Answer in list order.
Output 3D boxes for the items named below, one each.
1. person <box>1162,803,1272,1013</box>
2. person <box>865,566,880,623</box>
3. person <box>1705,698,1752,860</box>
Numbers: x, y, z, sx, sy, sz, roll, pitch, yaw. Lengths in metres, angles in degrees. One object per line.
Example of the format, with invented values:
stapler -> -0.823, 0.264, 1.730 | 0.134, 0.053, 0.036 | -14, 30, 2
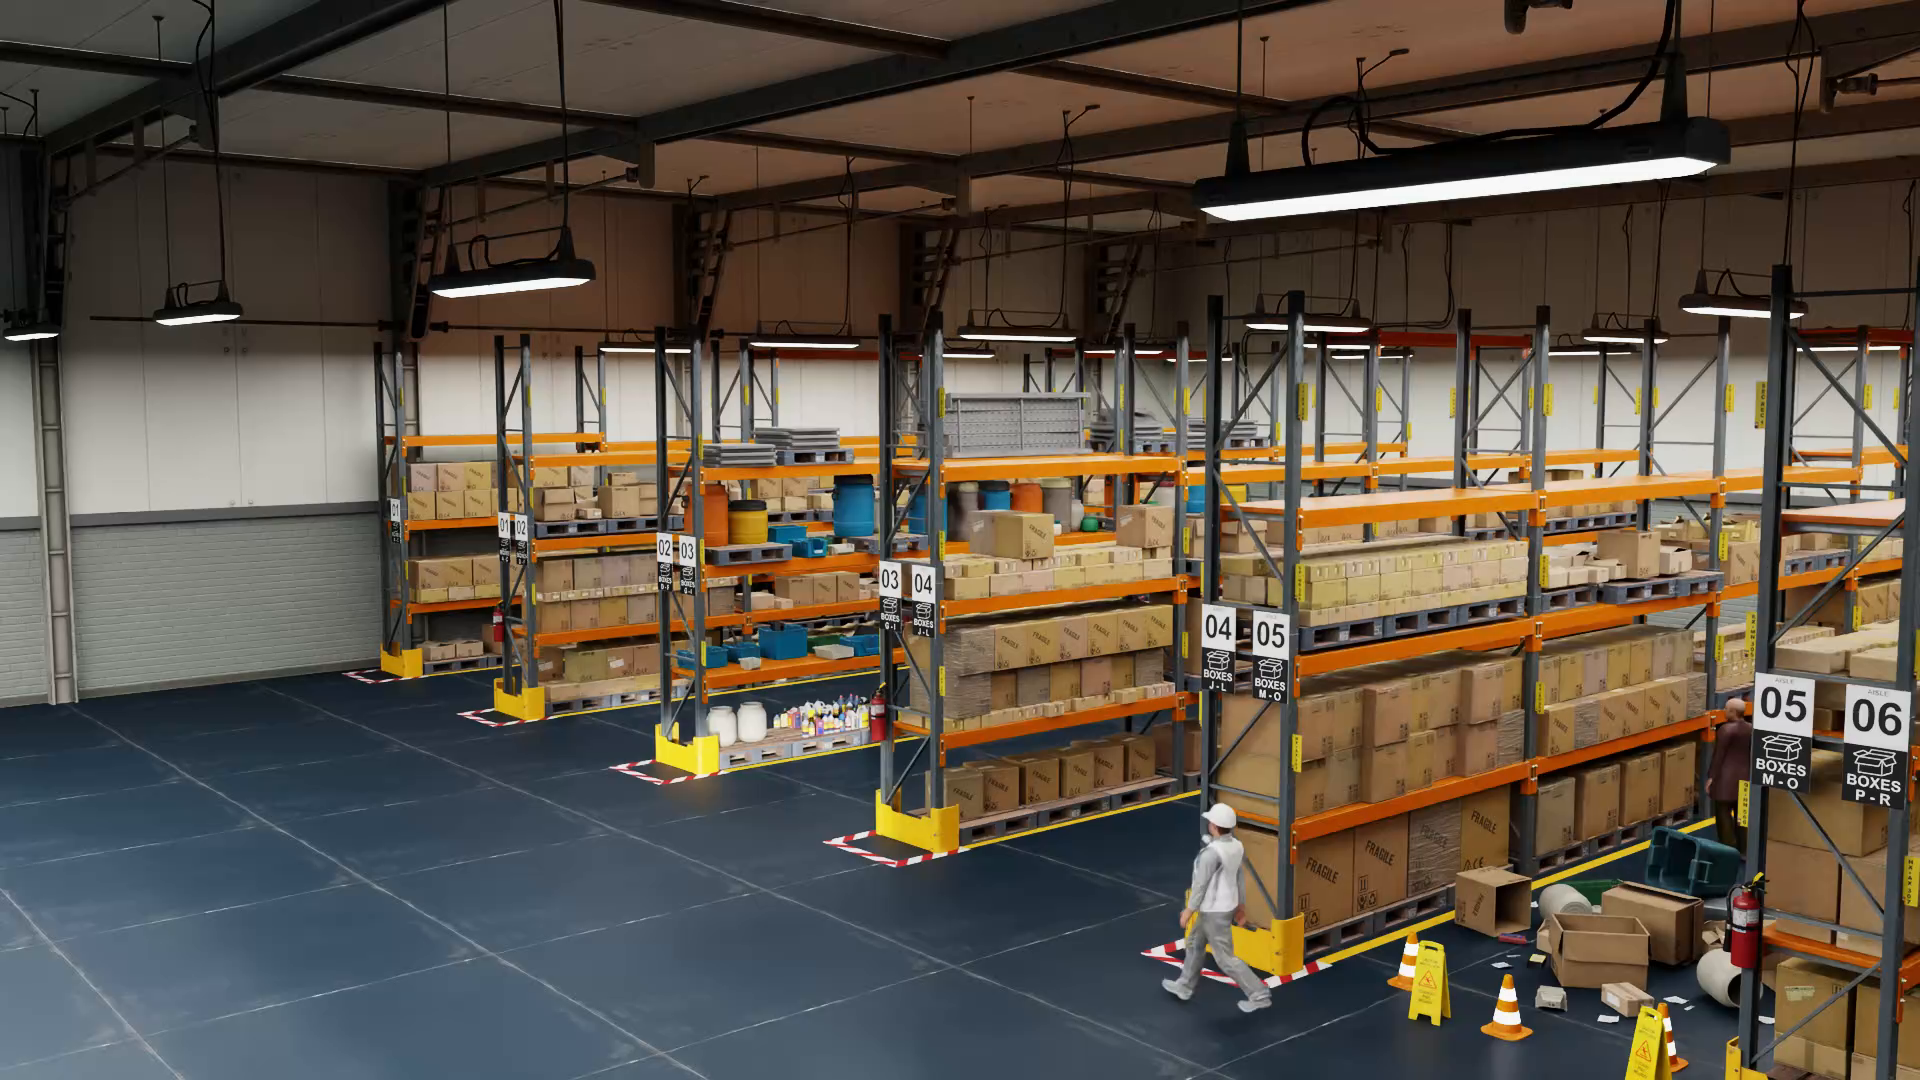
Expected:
person -> 2.121, 3.047, 13.812 | 1.027, 1.739, 0.521 | 2, 6, 25
person -> -1.697, 1.306, 34.000 | 0.481, 1.518, 0.908 | 5, 7, 43
person -> 8.453, 2.618, 18.187 | 0.639, 1.789, 0.451 | -1, 5, -10
